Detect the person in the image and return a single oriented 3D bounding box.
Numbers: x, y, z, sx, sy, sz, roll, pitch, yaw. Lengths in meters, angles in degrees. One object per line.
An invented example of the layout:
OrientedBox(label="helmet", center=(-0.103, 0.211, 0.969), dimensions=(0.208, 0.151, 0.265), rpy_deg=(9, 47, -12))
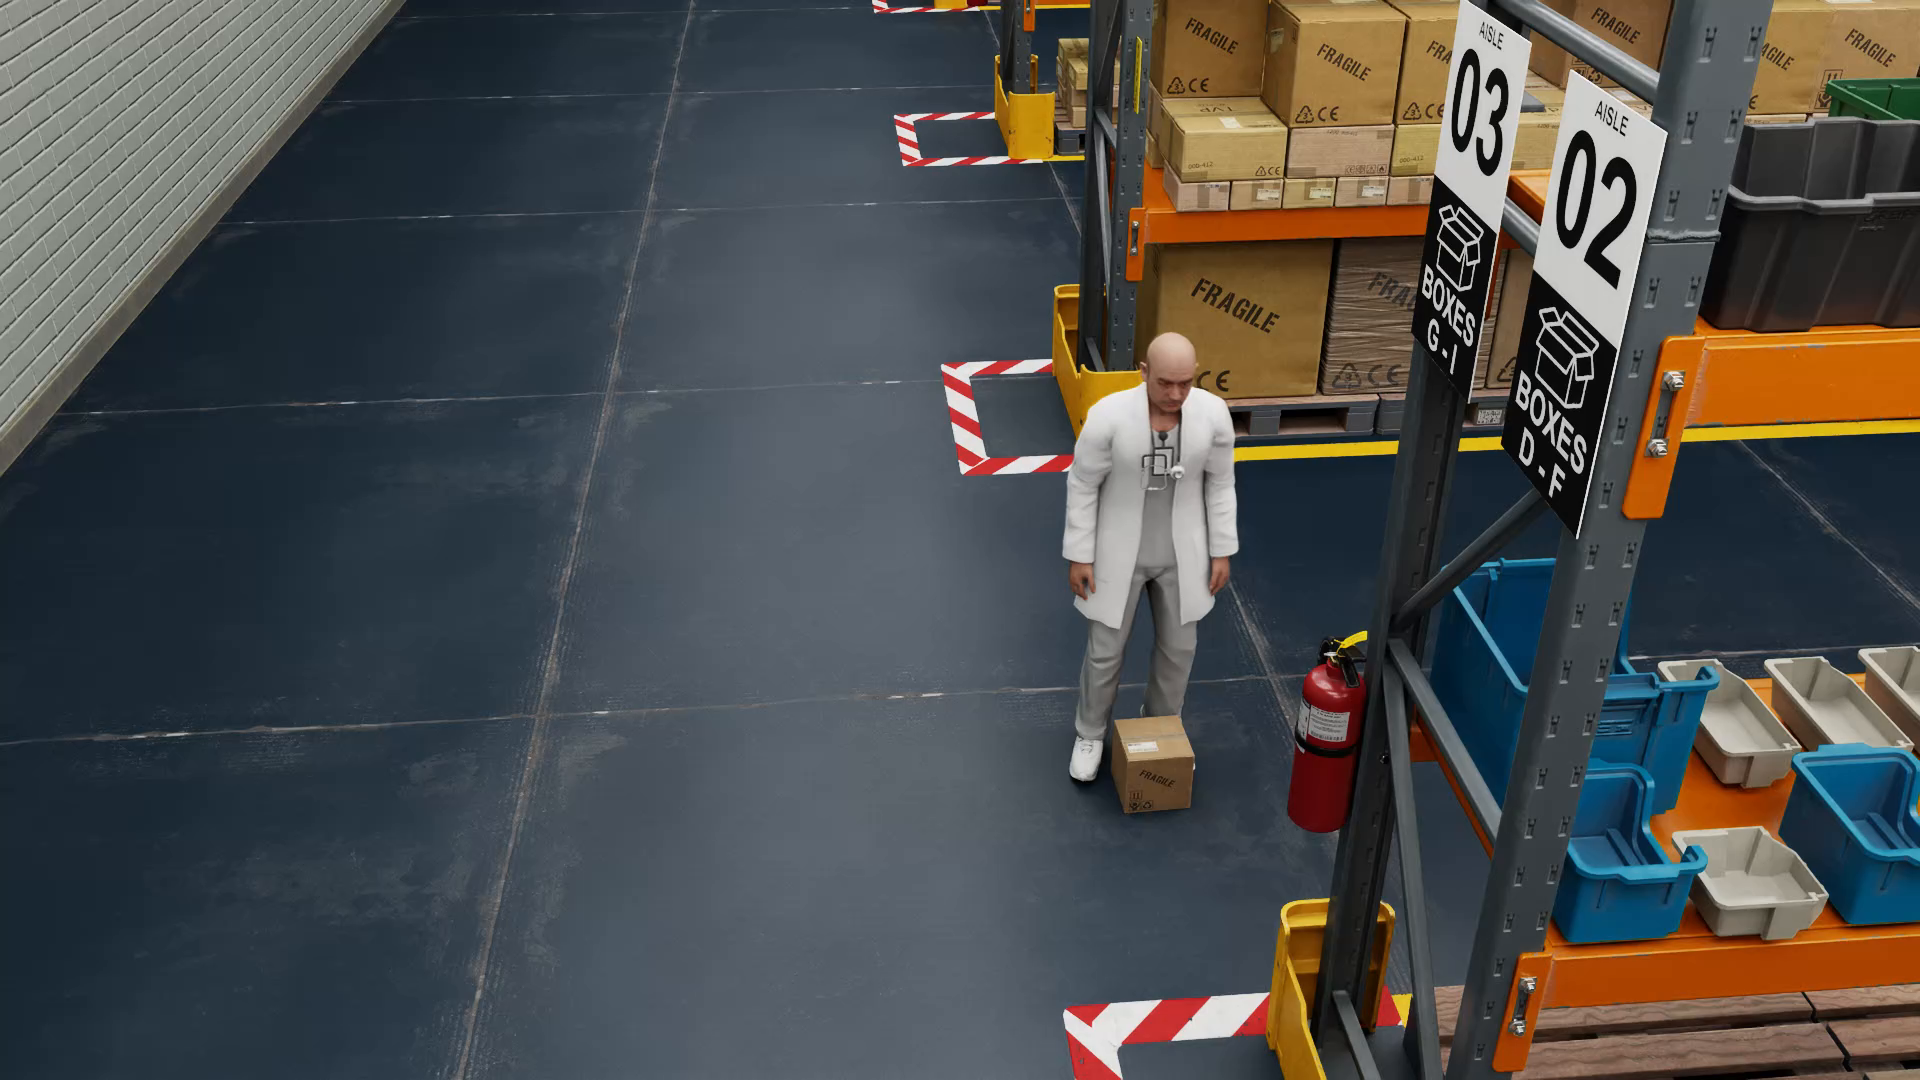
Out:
OrientedBox(label="person", center=(0.689, 0.058, 6.049), dimensions=(0.643, 1.774, 0.423), rpy_deg=(-3, 31, -4))
